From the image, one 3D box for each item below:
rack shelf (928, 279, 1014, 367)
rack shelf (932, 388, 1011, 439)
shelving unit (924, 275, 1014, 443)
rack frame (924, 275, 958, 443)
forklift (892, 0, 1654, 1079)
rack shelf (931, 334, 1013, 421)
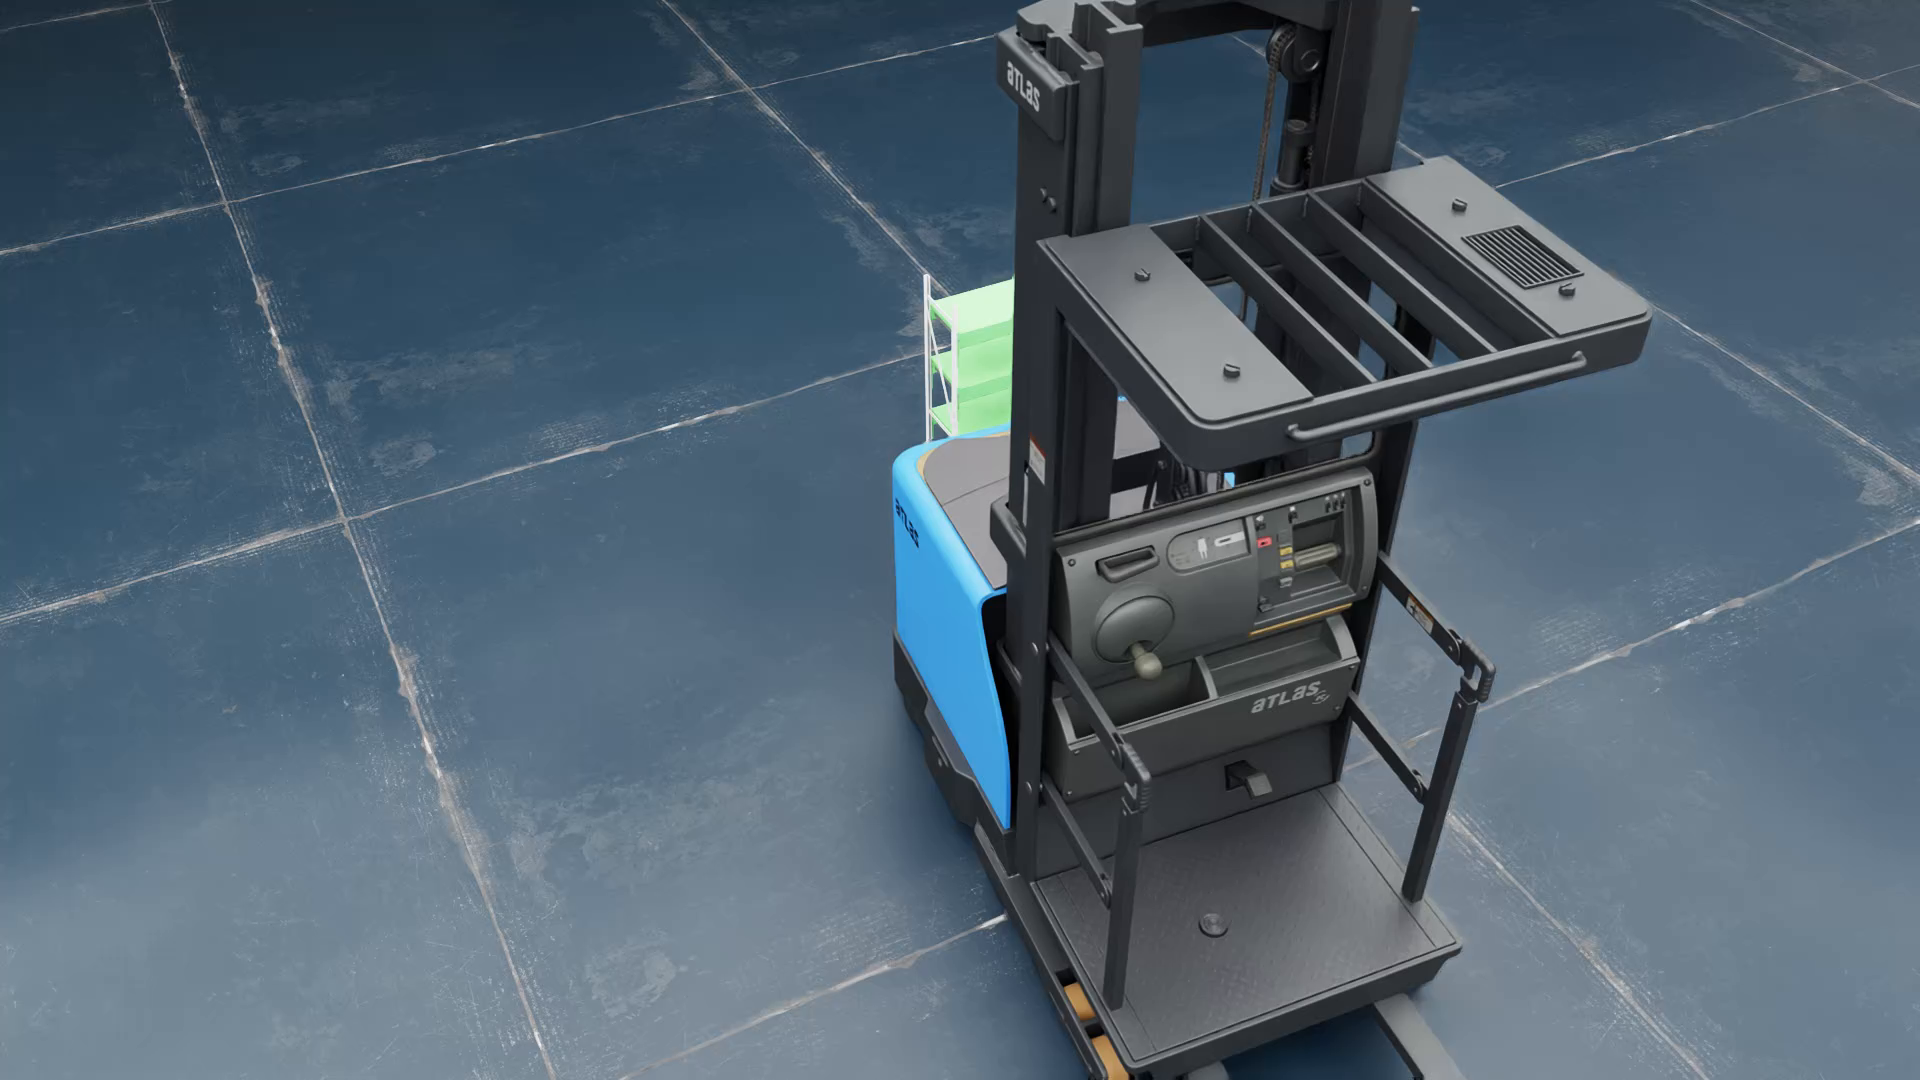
[{"bbox_3d":[0.147,-0.825,6.152,0.480,0.148,0.258,-19,44,-21],"label":"rack shelf"},{"bbox_3d":[0.147,-0.459,6.462,0.480,0.148,0.258,-19,44,-21],"label":"rack shelf"},{"bbox_3d":[0.147,-0.507,6.421,0.503,1.200,0.258,-19,44,-21],"label":"shelving unit"},{"bbox_3d":[-0.070,-0.435,6.335,0.015,1.200,0.240,-19,44,-21],"label":"rack frame"},{"bbox_3d":[0.785,0.173,4.277,1.130,2.935,3.031,-15,42,-17],"label":"forklift"},{"bbox_3d":[0.147,-0.642,6.307,0.480,0.148,0.258,-19,44,-21],"label":"rack shelf"}]
